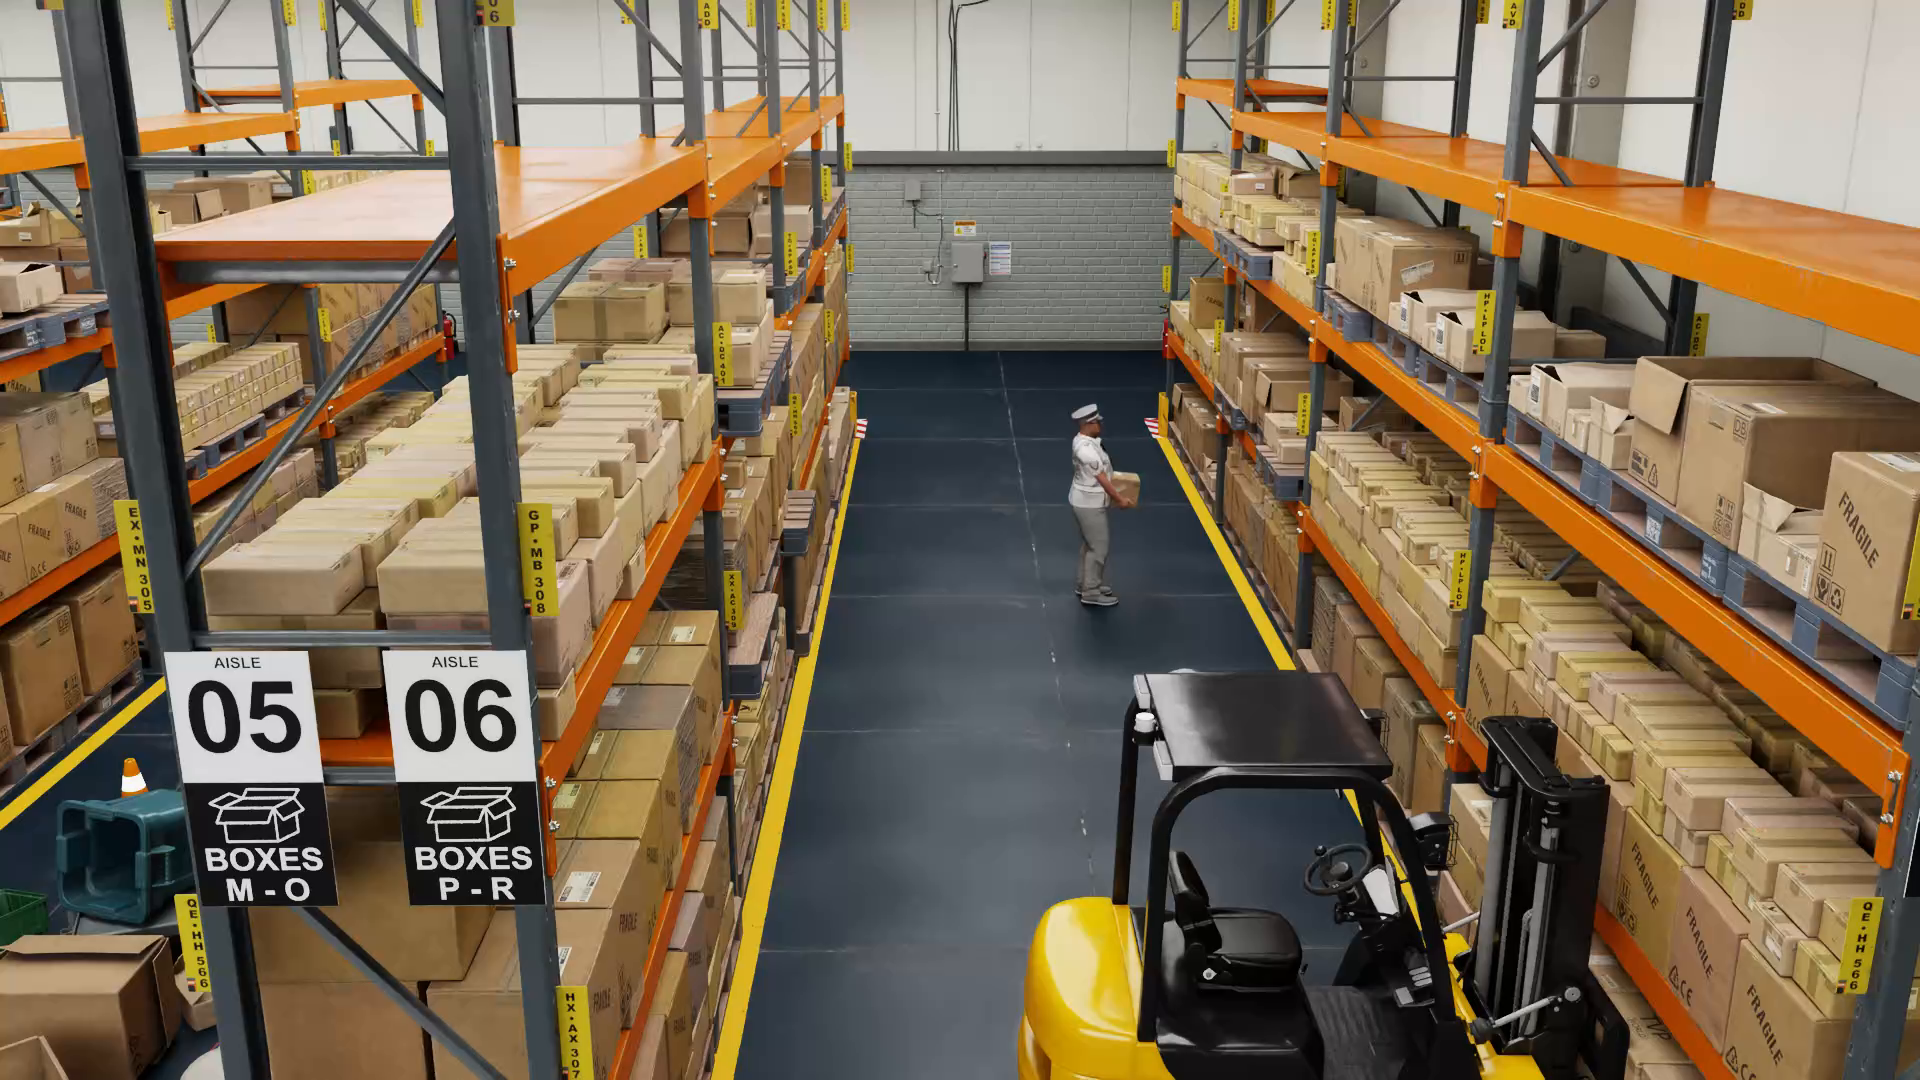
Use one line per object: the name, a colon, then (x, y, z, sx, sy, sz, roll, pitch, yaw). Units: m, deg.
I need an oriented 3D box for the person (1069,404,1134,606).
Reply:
person: (1.231, -0.320, 14.555, 0.557, 1.769, 0.494, 0, 17, 0)
